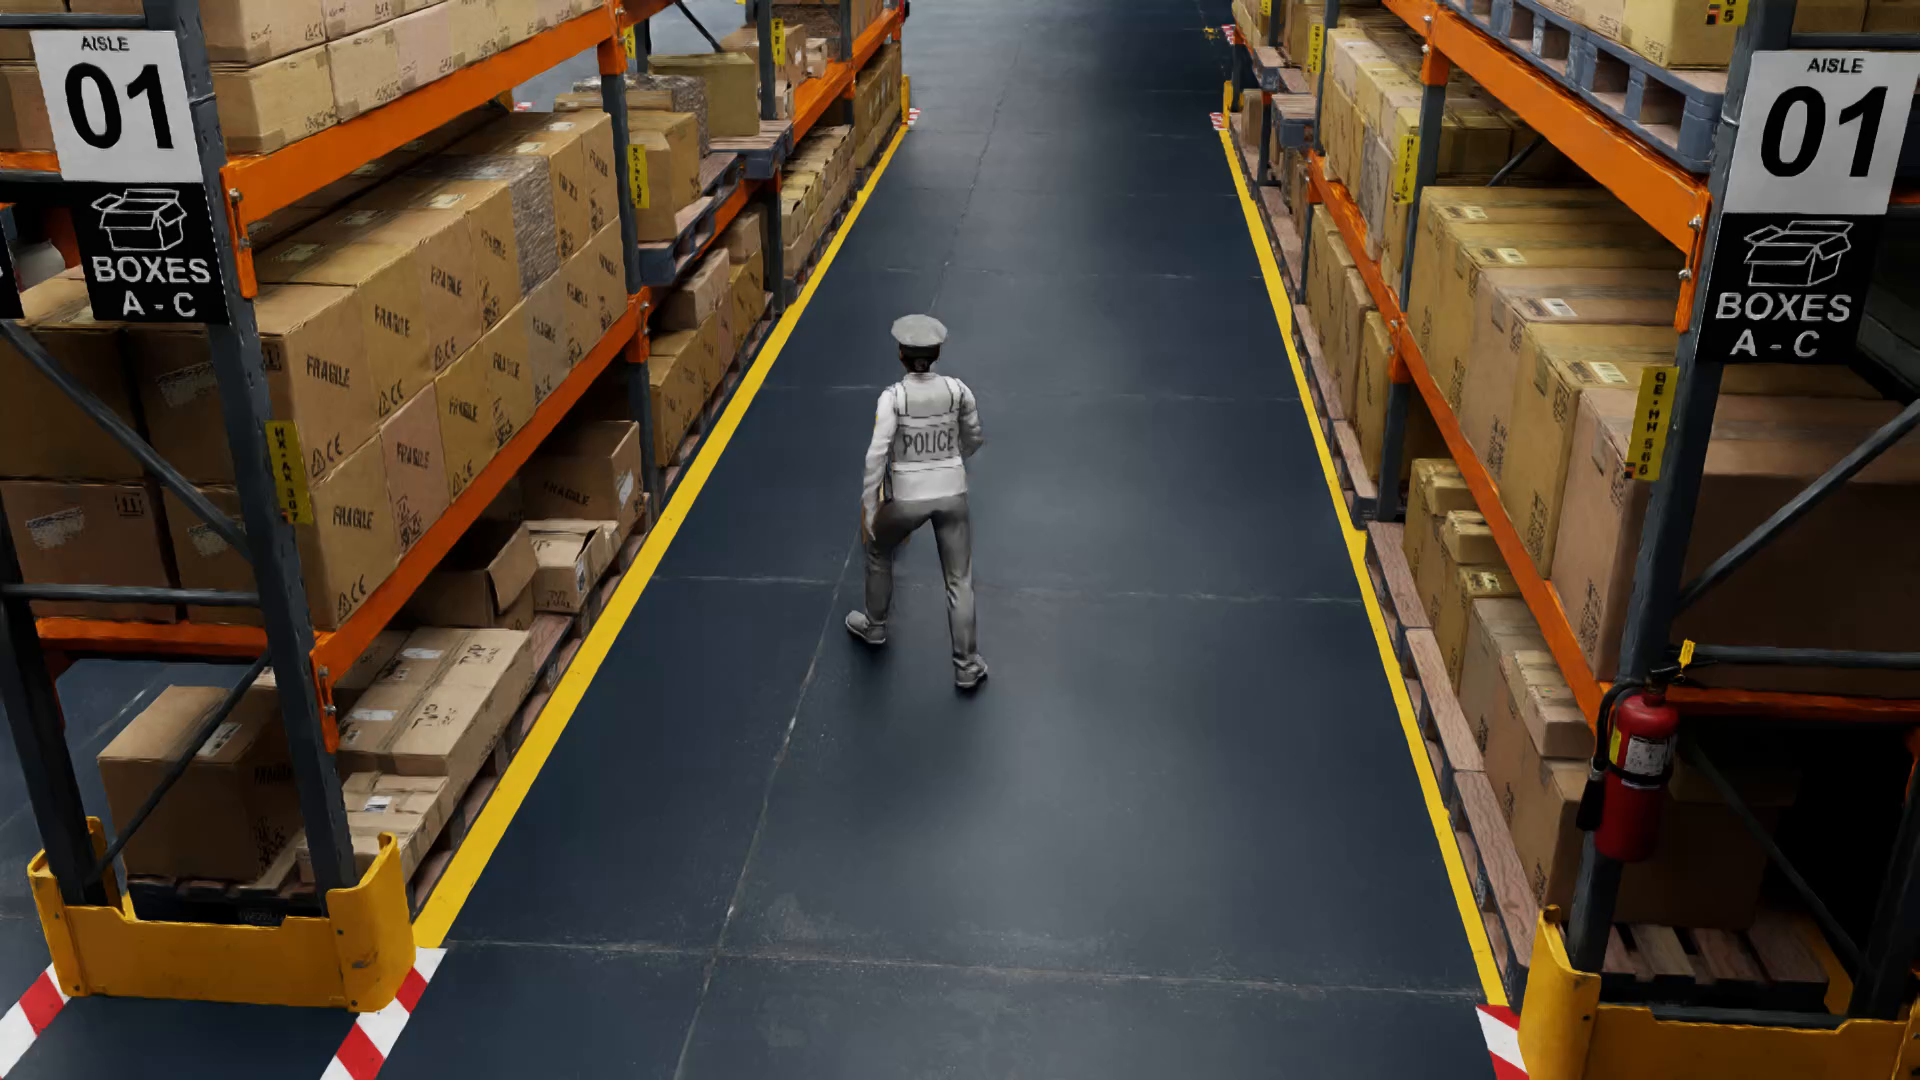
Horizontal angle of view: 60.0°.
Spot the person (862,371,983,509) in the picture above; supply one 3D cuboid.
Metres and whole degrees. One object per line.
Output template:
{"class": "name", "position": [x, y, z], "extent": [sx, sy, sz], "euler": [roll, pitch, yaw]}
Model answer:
{"class": "person", "position": [-0.175, -0.482, 7.446], "extent": [0.596, 0.585, 0.434], "euler": [-5, 25, -12]}
